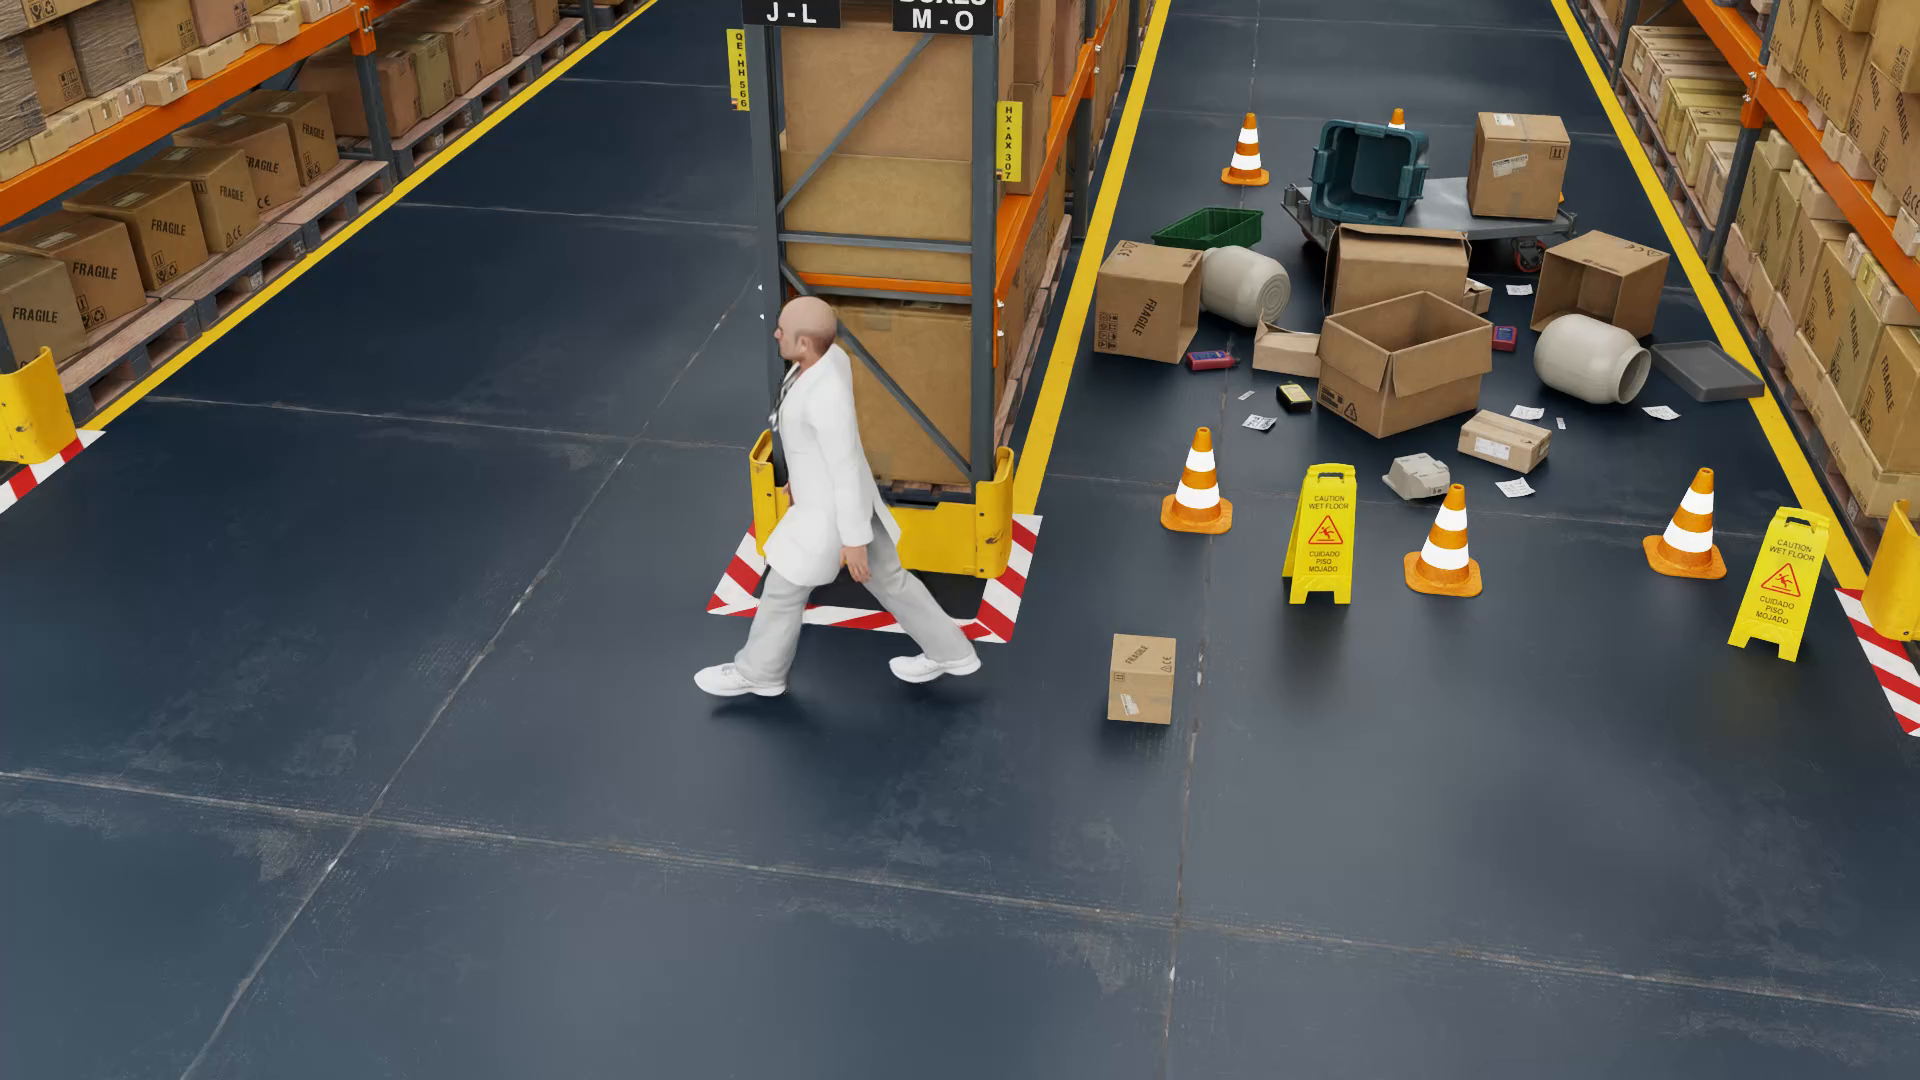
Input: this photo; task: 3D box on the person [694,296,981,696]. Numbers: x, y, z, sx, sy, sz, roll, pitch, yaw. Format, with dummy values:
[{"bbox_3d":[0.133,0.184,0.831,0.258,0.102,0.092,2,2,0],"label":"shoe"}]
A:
[{"bbox_3d":[-0.488,-0.137,6.387,1.151,1.726,0.612,2,32,4],"label":"person"}]
